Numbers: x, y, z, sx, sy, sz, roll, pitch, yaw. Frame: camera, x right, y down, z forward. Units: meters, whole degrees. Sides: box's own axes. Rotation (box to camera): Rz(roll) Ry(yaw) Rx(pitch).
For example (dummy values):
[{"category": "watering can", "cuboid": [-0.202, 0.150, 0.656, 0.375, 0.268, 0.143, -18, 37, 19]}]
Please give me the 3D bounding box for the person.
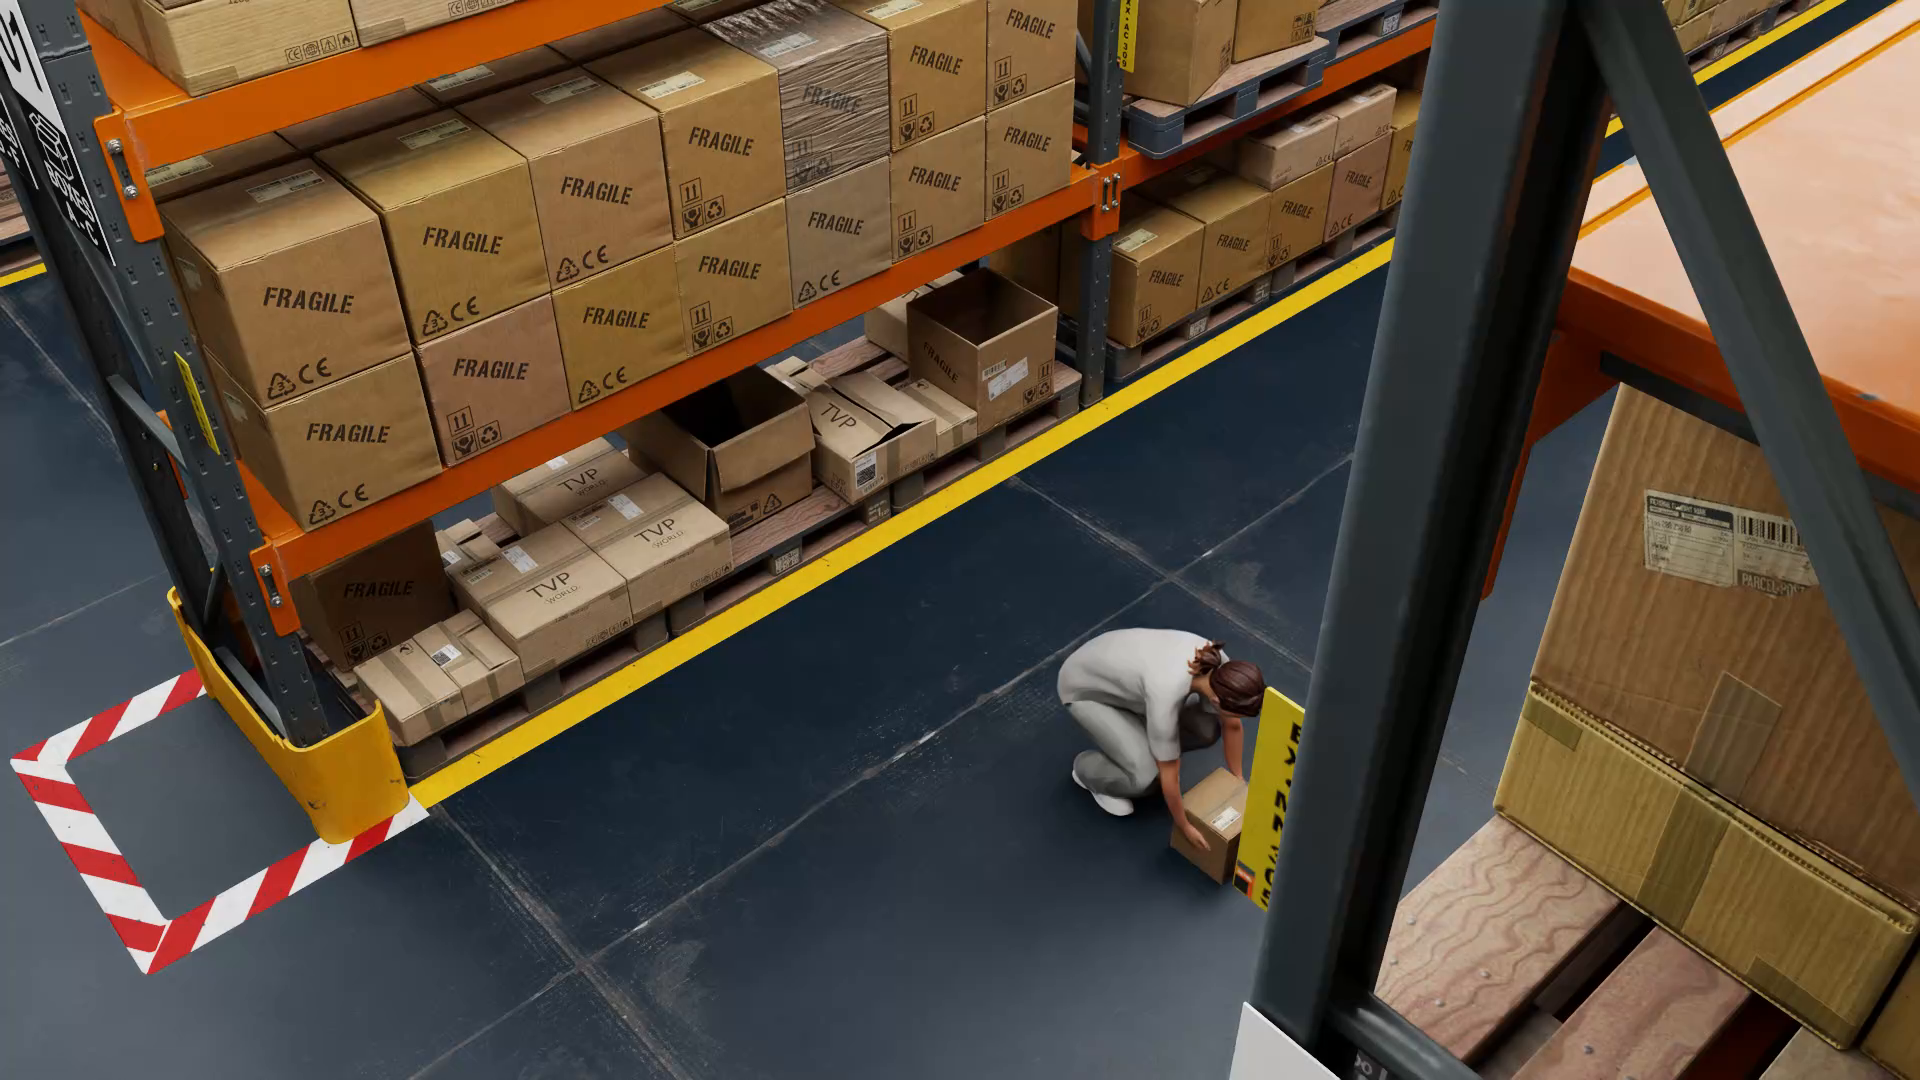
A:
[{"category": "person", "cuboid": [0.725, 0.638, 6.035, 0.484, 0.859, 0.801, -31, 49, -31]}]
